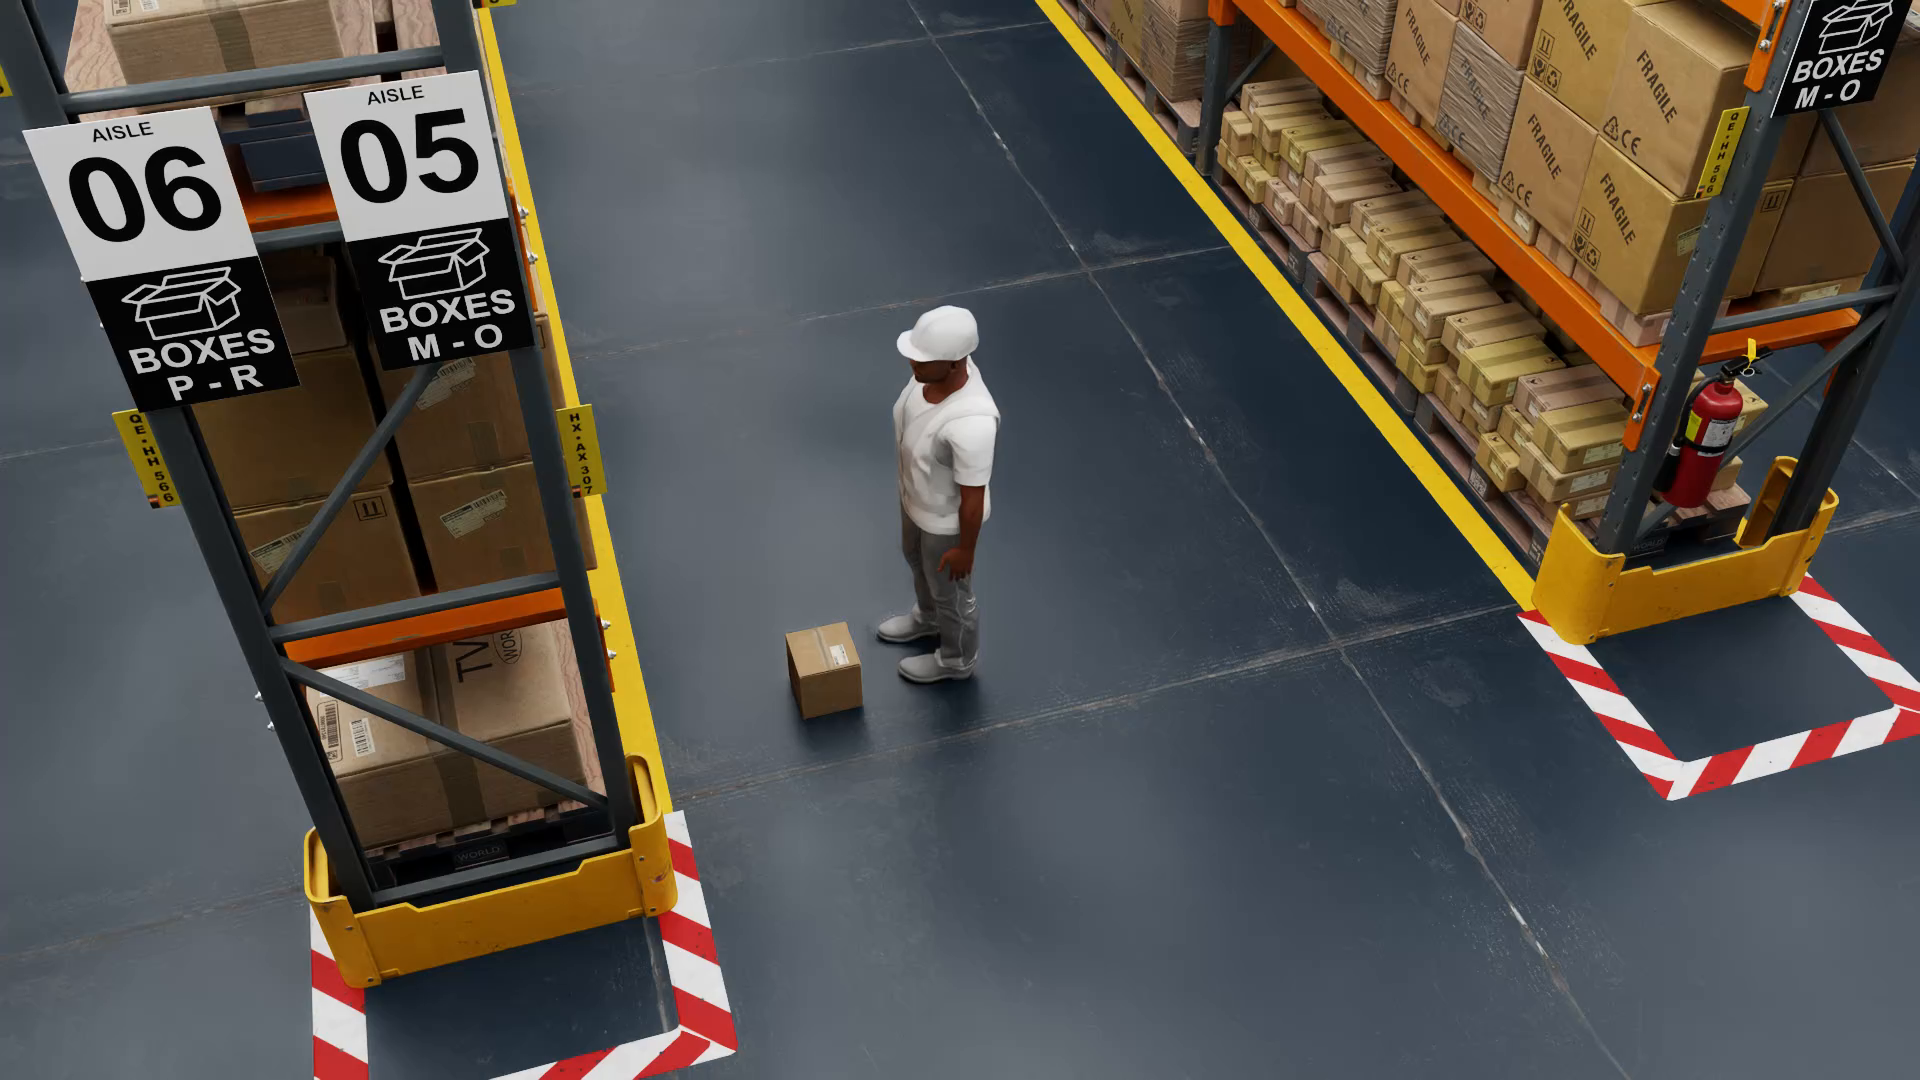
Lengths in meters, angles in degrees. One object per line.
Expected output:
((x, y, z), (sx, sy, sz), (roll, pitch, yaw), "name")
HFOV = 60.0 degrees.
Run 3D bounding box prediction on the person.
((-0.092, -0.137, 6.286), (0.392, 1.770, 0.602), (-12, 43, -13), "person")
